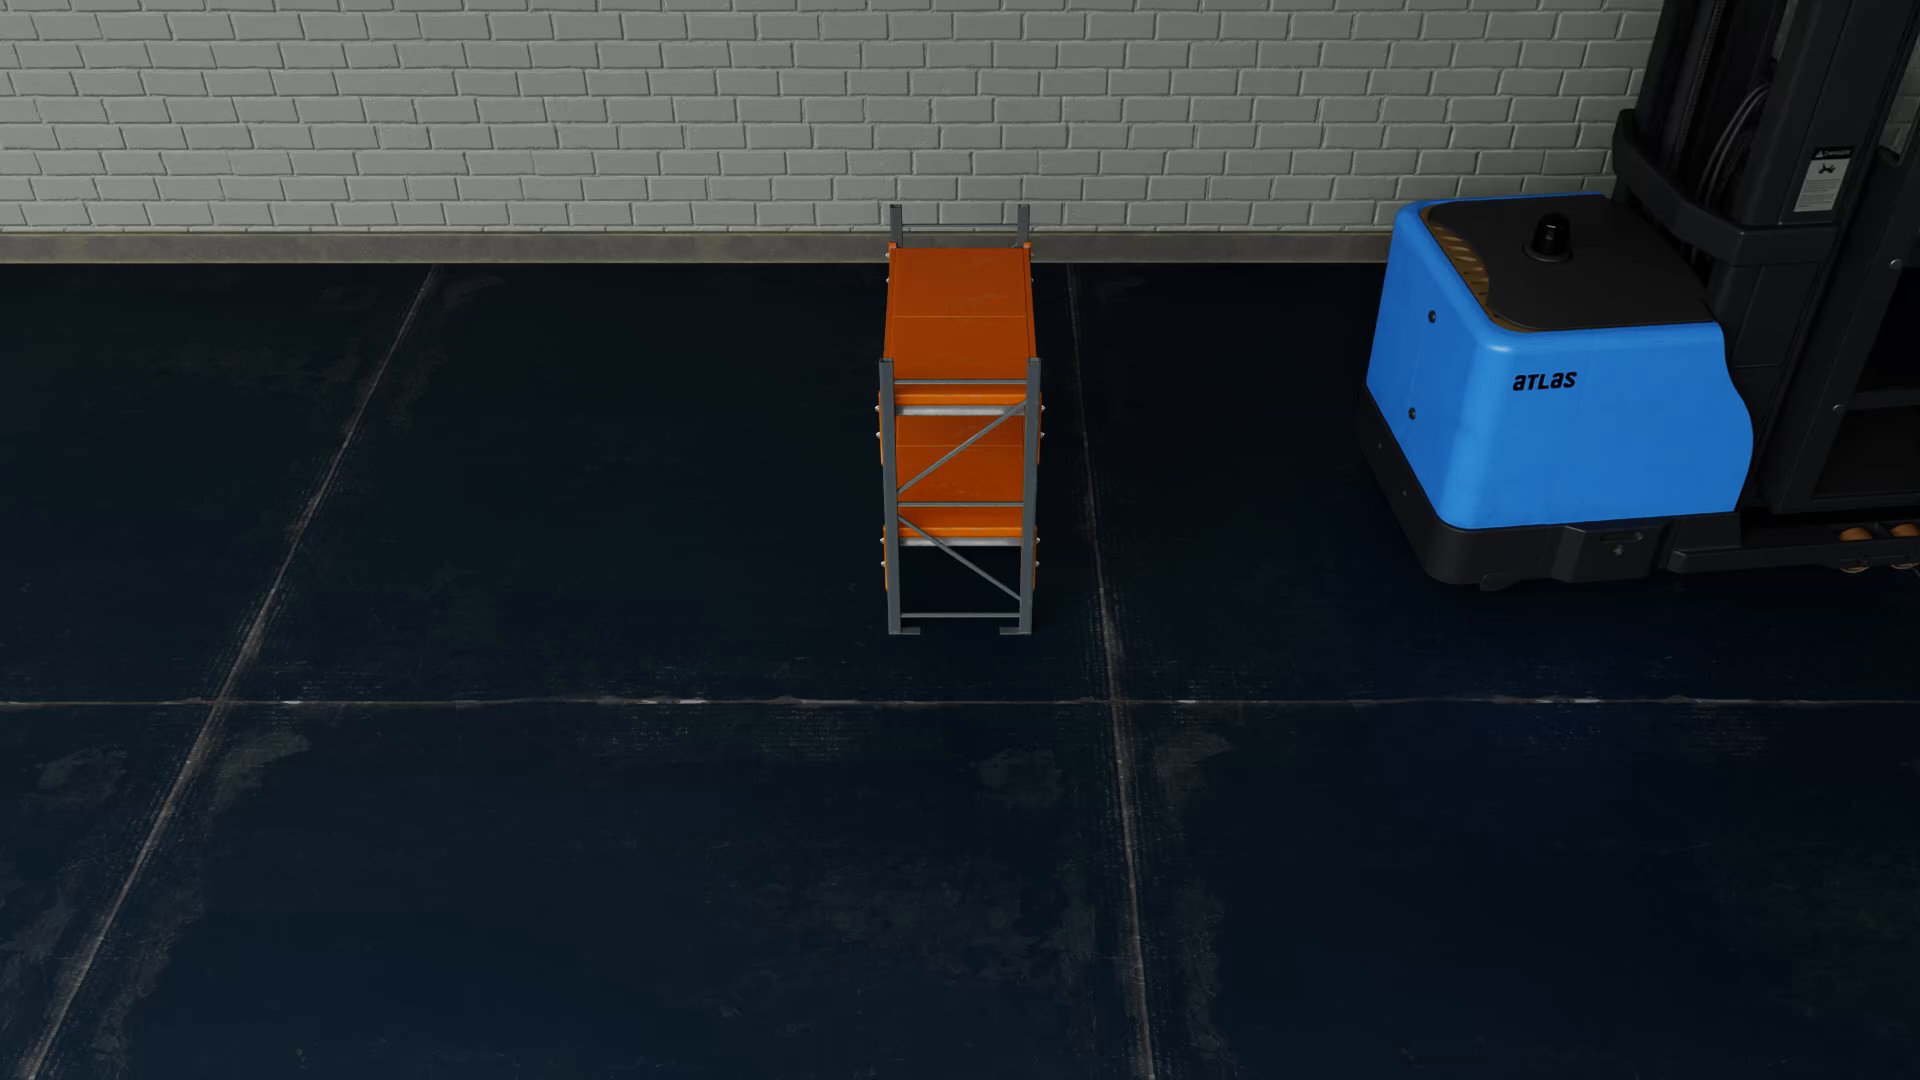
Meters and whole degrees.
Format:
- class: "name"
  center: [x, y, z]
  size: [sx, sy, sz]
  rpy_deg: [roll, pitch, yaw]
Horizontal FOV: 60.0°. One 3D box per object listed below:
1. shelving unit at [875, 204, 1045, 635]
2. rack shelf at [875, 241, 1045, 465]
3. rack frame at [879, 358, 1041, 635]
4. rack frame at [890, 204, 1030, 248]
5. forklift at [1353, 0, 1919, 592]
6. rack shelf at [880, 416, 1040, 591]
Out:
- class: "shelving unit"
  center: [0.000, -0.435, 5.893]
  size: [0.538, 1.125, 1.048]
  rpy_deg: [0, 39, 0]
- class: "rack shelf"
  center: [0.000, -0.663, 5.710]
  size: [0.538, 0.278, 1.000]
  rpy_deg: [0, 39, 0]
- class: "rack frame"
  center: [0.001, -0.117, 5.496]
  size: [0.500, 1.125, 0.032]
  rpy_deg: [0, 39, 0]
- class: "rack frame"
  center: [-0.001, -0.753, 6.290]
  size: [0.500, 1.125, 0.032]
  rpy_deg: [0, 39, 0]
- class: "forklift"
  center: [3.130, -1.350, 5.591]
  size: [3.031, 2.935, 1.130]
  rpy_deg: [-4, 39, -5]
- class: "rack shelf"
  center: [0.000, -0.244, 6.046]
  size: [0.538, 0.278, 1.000]
  rpy_deg: [0, 39, 0]
